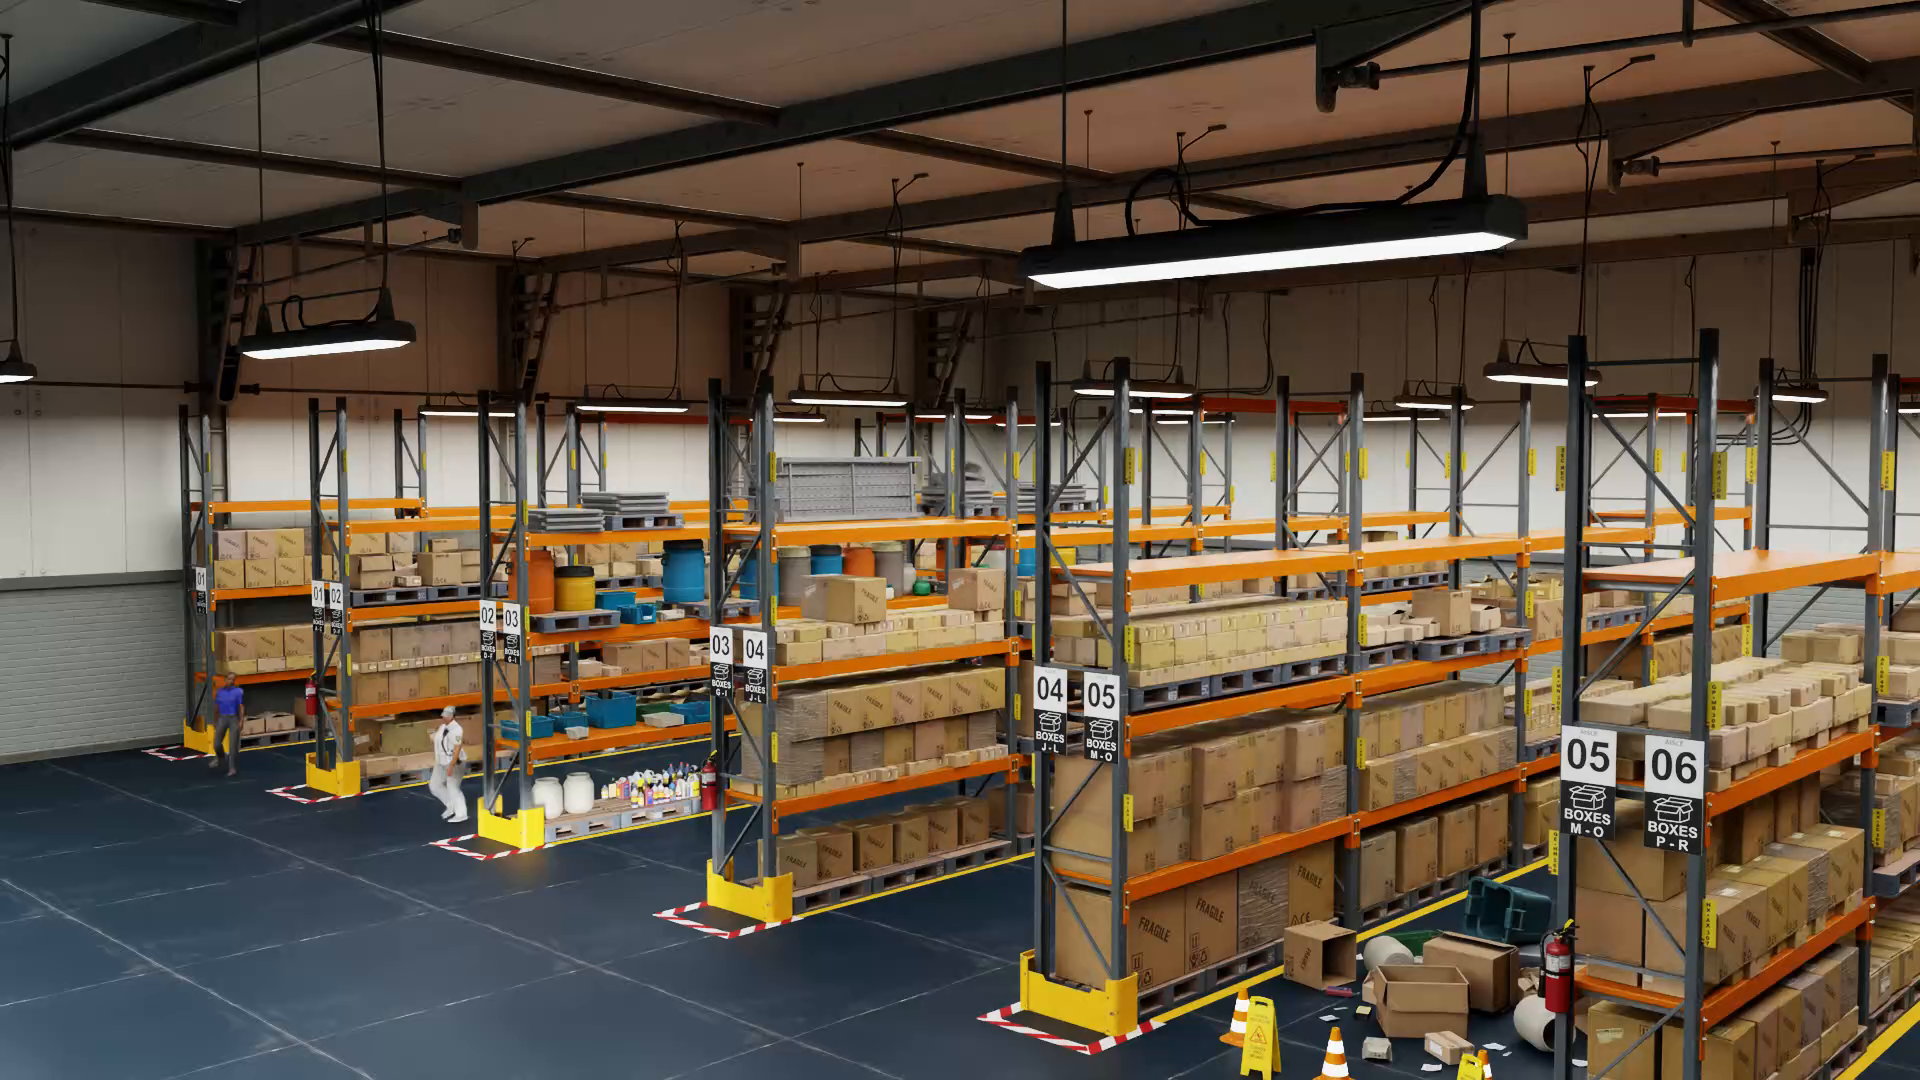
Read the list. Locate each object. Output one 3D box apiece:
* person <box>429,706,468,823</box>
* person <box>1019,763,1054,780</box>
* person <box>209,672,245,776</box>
[{"bbox_3d":[-7.090,3.113,23.126,0.564,1.639,0.466,3,4,41],"label":"person"},{"bbox_3d":[1.216,3.117,25.114,0.972,1.451,0.520,-2,3,-28],"label":"person"},{"bbox_3d":[-11.797,2.932,26.745,0.620,1.653,0.546,-1,3,-10],"label":"person"}]
